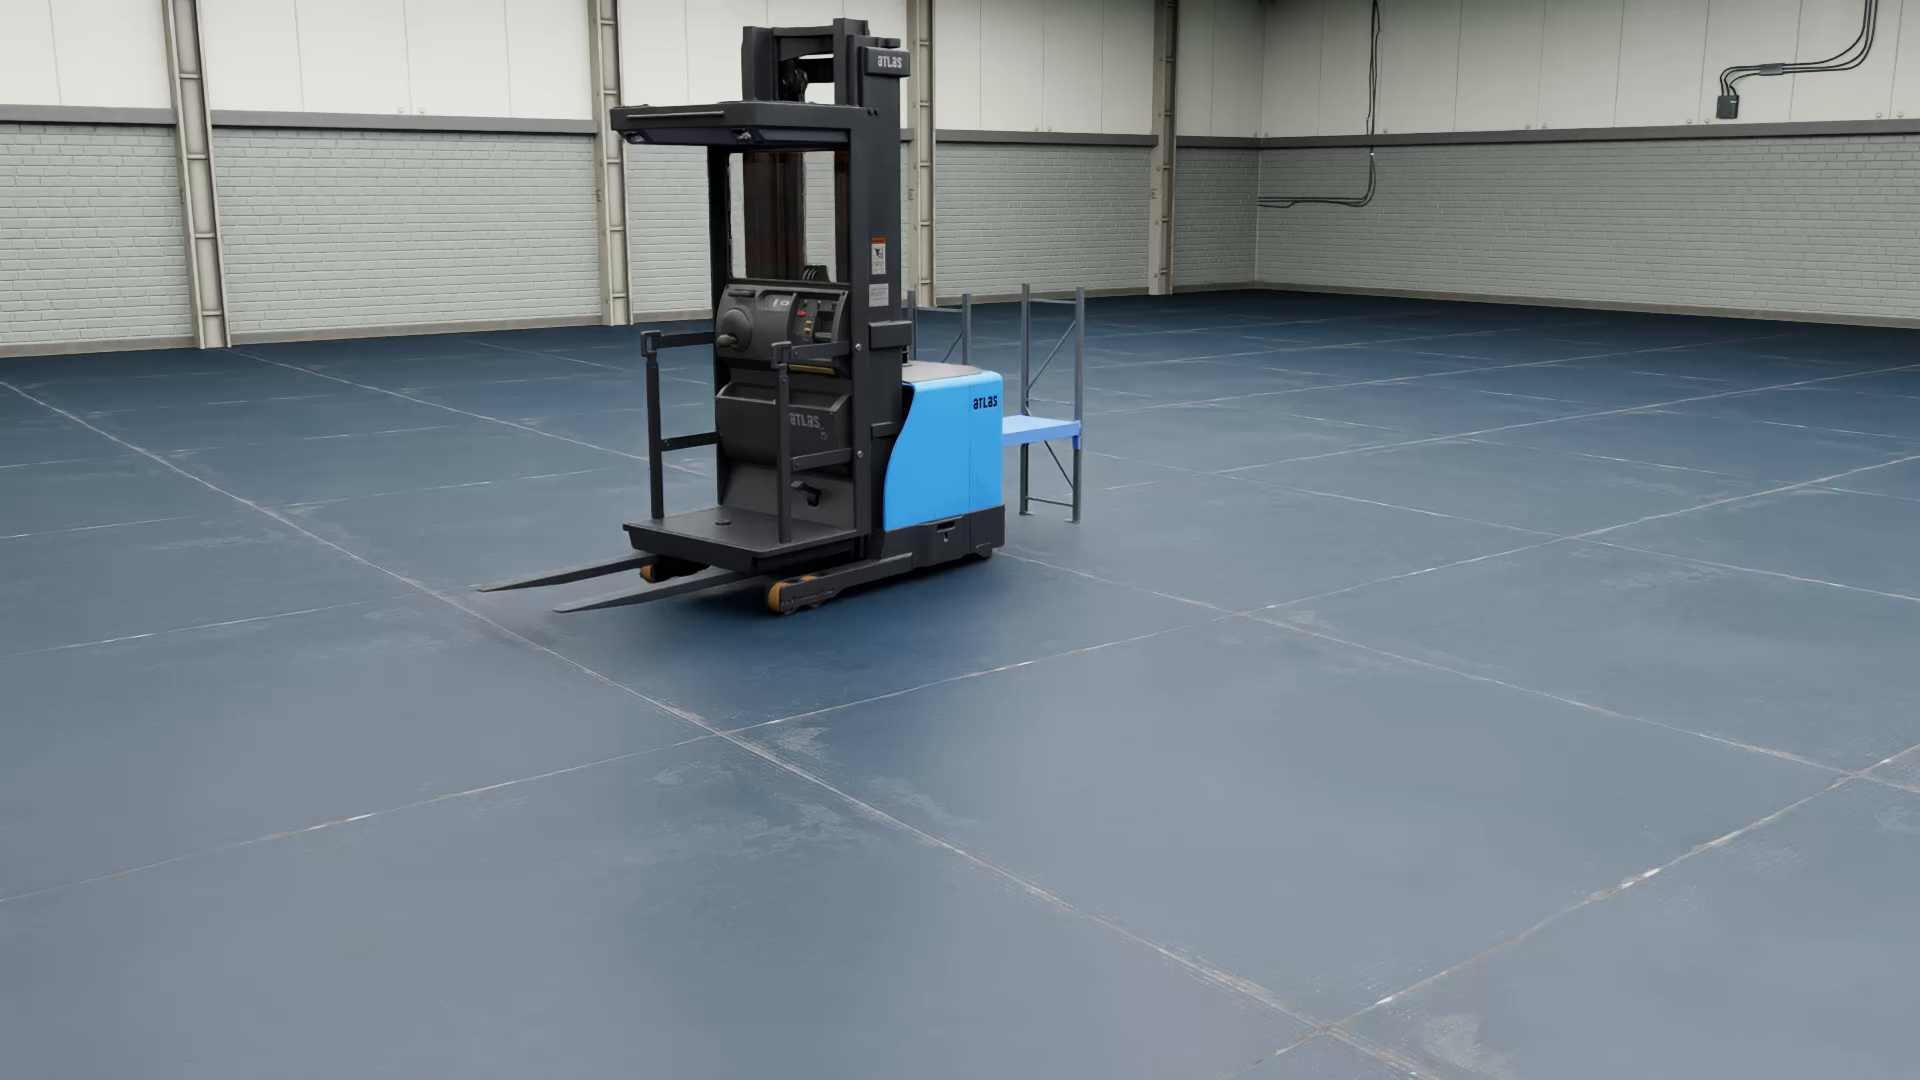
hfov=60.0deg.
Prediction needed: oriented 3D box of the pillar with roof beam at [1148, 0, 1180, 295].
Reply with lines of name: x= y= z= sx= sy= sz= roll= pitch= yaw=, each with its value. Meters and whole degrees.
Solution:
pillar with roof beam: x=6.701 y=-8.636 z=29.134 sx=0.400 sy=9.000 sz=9.100 roll=-9 pitch=15 yaw=-38

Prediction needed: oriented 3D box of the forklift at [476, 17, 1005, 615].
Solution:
forklift: x=-1.079 y=-1.175 z=8.607 sx=1.130 sy=2.935 sz=3.031 roll=10 pitch=16 yaw=39

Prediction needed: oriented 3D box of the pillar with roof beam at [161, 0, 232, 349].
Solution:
pillar with roof beam: x=-7.354 y=-6.300 z=18.134 sx=0.400 sy=9.000 sz=9.100 roll=-9 pitch=15 yaw=-38

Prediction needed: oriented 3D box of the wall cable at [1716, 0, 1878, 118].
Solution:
wall cable: x=13.056 y=-9.624 z=25.598 sx=0.169 sy=6.003 sz=2.305 roll=-9 pitch=15 yaw=-38

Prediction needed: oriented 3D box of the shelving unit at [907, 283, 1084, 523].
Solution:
shelving unit: x=0.230 y=-0.805 z=10.307 sx=0.538 sy=1.500 sz=1.048 roll=12 pitch=17 yaw=43

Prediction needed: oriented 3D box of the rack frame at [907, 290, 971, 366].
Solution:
rack frame: x=-0.126 y=-0.729 z=9.952 sx=0.500 sy=1.500 sz=0.032 roll=12 pitch=17 yaw=43

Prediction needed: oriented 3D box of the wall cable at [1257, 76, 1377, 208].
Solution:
wall cable: x=7.138 y=-7.983 z=33.535 sx=0.112 sy=2.526 sz=3.097 roll=-9 pitch=15 yaw=-38

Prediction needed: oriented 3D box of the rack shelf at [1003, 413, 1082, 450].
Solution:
rack shelf: x=0.230 y=-0.629 z=10.344 sx=0.538 sy=0.185 sz=1.000 roll=12 pitch=17 yaw=43

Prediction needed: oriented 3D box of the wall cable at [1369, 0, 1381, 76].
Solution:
wall cable: x=8.828 y=-10.015 z=30.944 sx=0.112 sy=2.526 sz=3.097 roll=-9 pitch=15 yaw=-38

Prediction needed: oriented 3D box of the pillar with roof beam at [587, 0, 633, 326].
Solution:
pillar with roof beam: x=-2.669 y=-7.079 z=21.801 sx=0.400 sy=9.000 sz=9.100 roll=-9 pitch=15 yaw=-38

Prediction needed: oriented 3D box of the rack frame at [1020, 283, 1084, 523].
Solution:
rack frame: x=0.586 y=-0.880 z=10.662 sx=0.500 sy=1.500 sz=0.032 roll=12 pitch=17 yaw=43

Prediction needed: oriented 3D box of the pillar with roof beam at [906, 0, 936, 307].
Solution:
pillar with roof beam: x=2.016 y=-7.857 z=25.467 sx=0.400 sy=9.000 sz=9.100 roll=-9 pitch=15 yaw=-38
